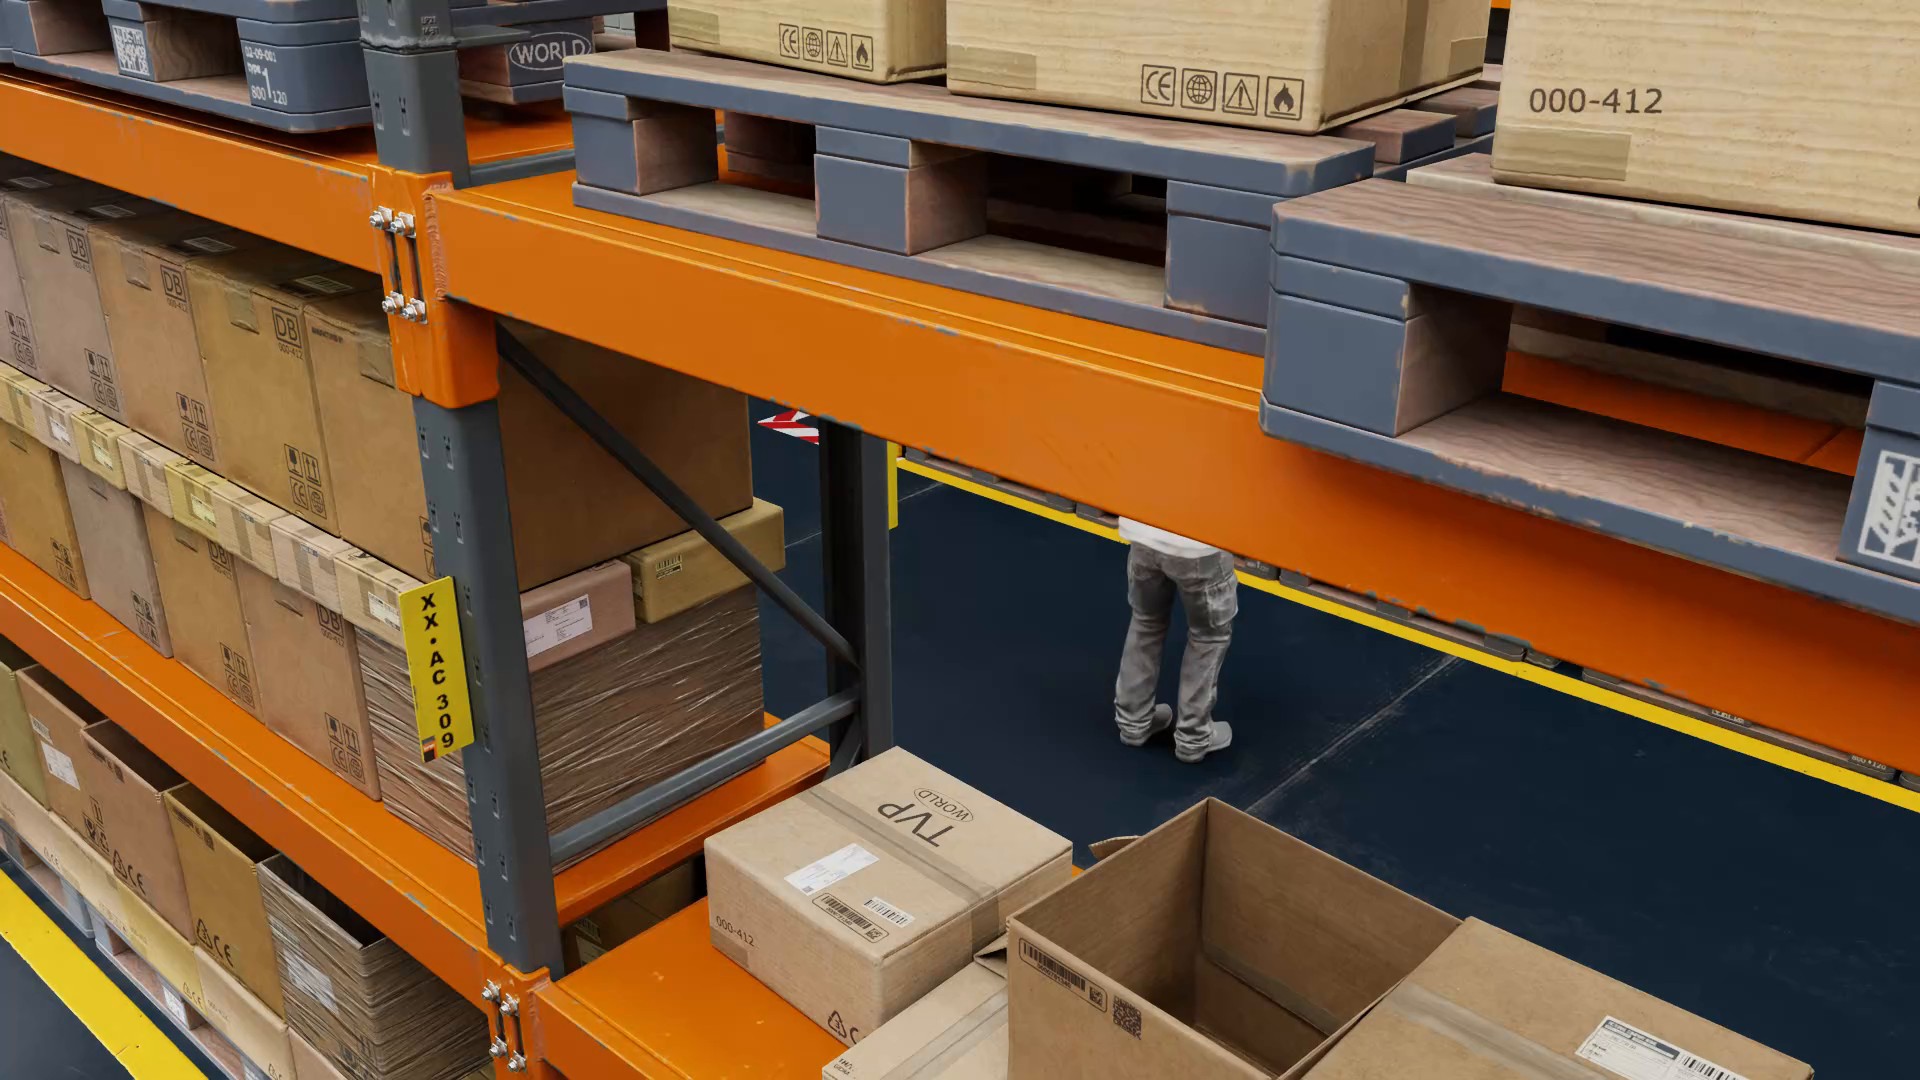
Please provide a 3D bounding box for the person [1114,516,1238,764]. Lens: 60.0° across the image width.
[{"bbox_3d":[0.863,-0.040,6.192,0.487,1.761,0.603,19,30,37],"label":"person"}]
